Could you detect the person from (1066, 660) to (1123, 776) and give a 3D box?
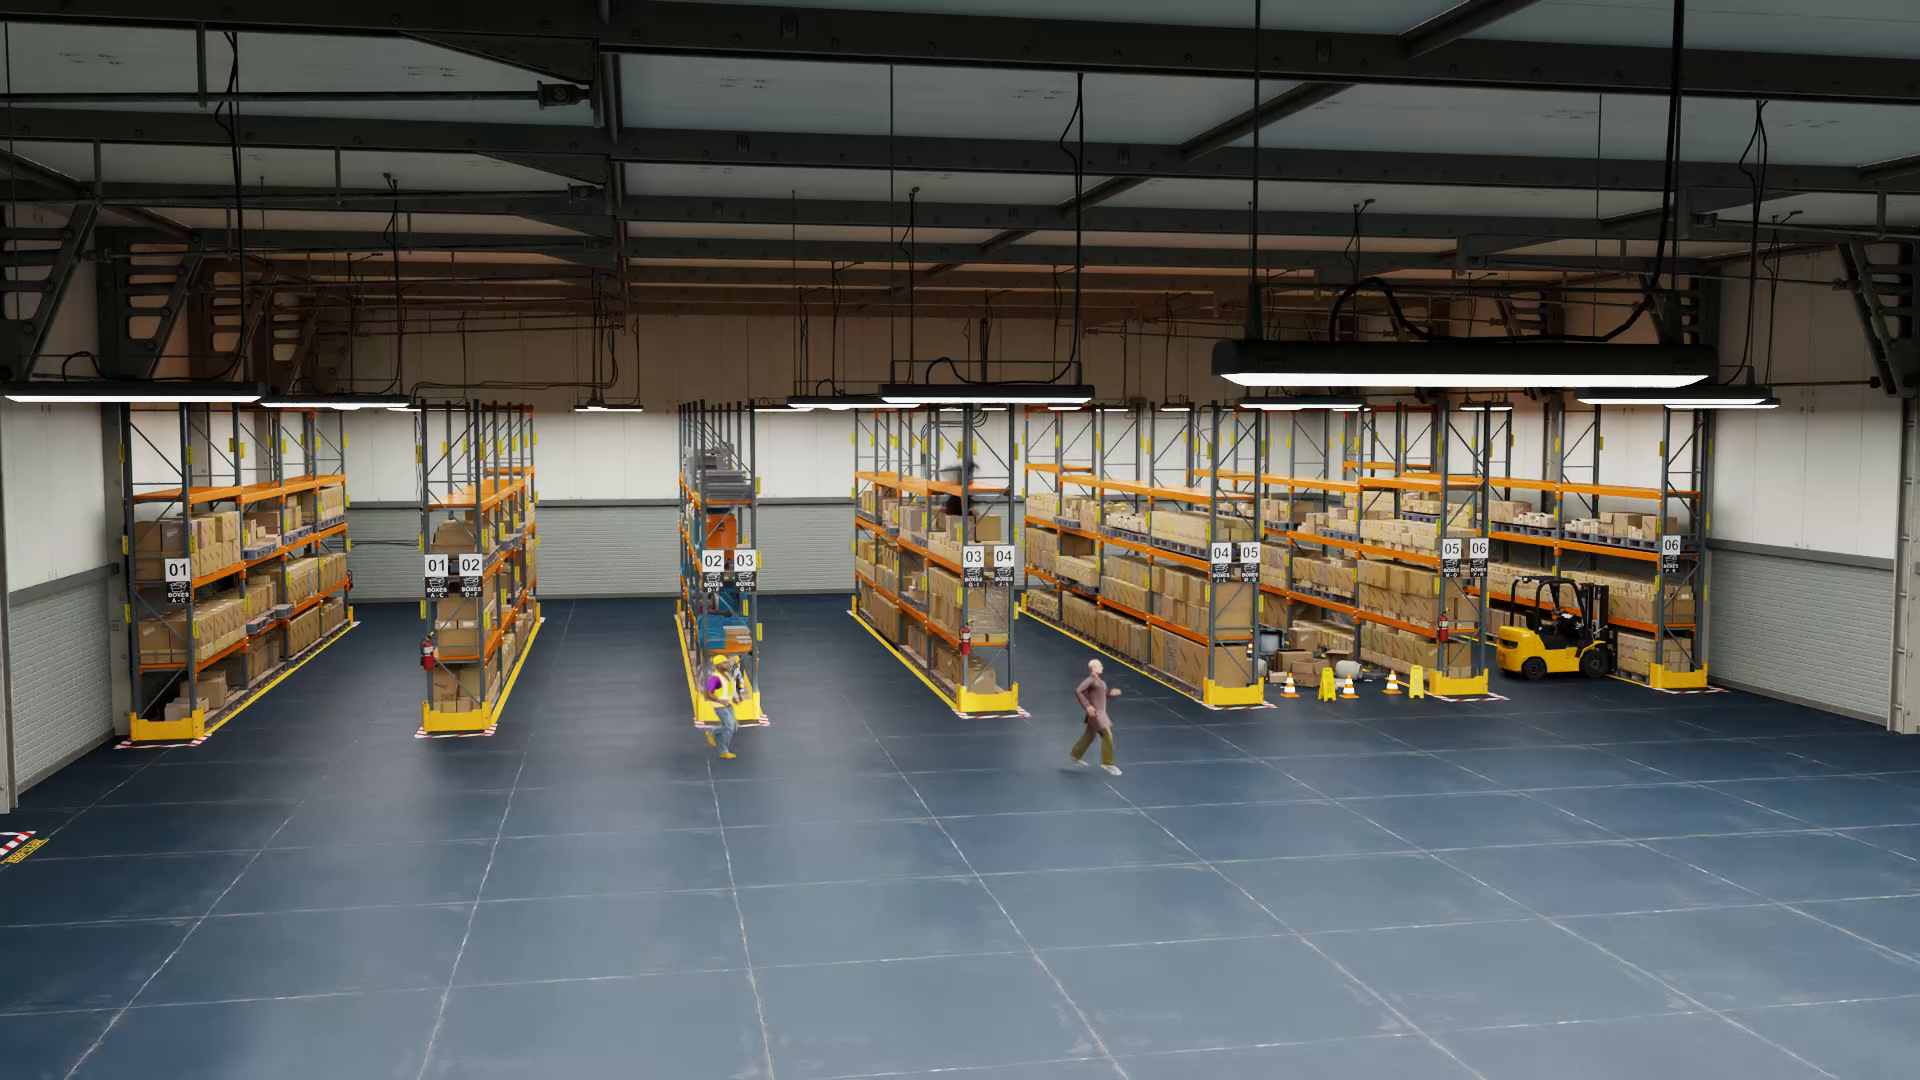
[{"bbox_3d":[2.152,2.818,26.546,0.926,1.831,0.649,1,4,11],"label":"person"}]

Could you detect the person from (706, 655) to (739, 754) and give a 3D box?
[{"bbox_3d":[-3.997,2.742,27.760,0.543,1.658,0.702,1,4,14],"label":"person"}]

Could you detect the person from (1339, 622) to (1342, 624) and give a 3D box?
[{"bbox_3d":[9.910,1.672,43.800,0.614,1.545,0.505,-1,5,-17],"label":"person"}]
